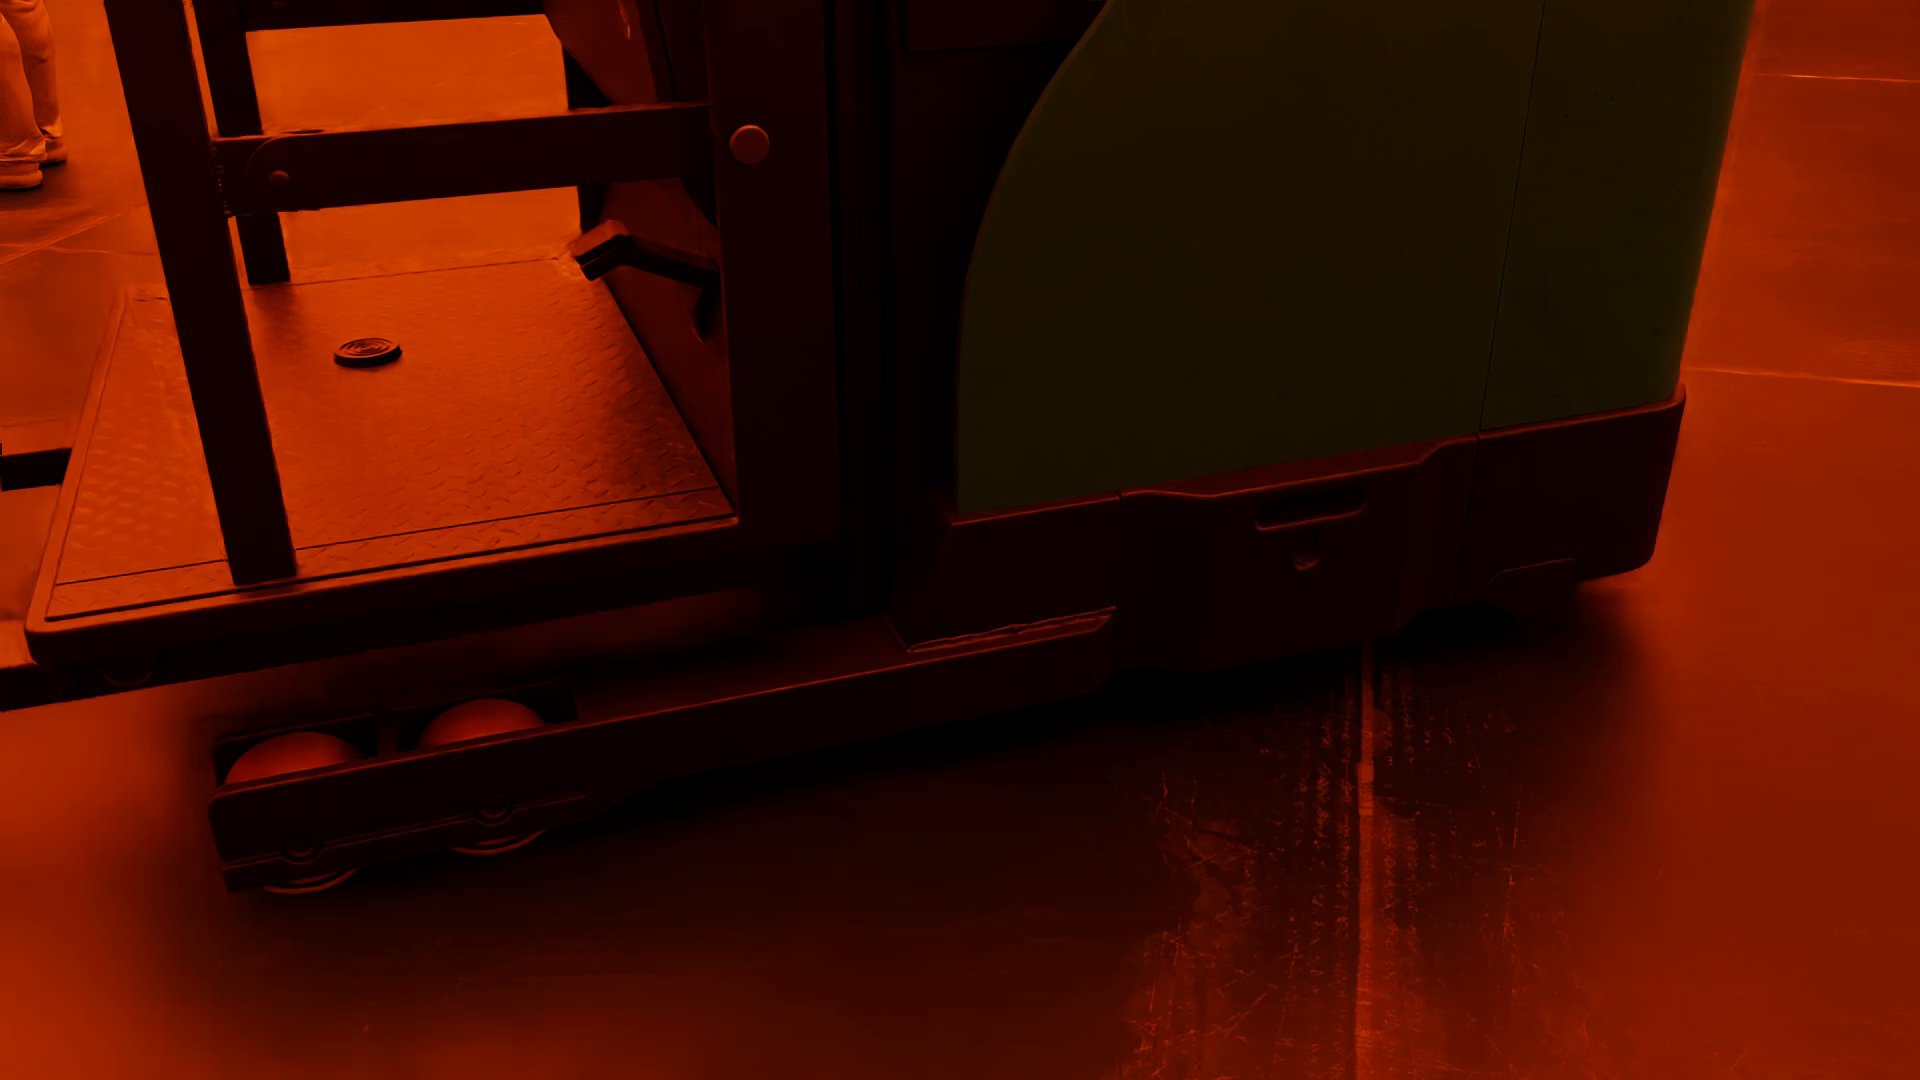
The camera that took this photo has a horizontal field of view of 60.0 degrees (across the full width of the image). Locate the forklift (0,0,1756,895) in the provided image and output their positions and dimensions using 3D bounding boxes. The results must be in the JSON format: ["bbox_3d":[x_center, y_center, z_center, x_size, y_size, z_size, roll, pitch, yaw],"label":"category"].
[{"bbox_3d":[-0.604,-1.204,1.632,3.031,2.935,1.130,-9,28,-18],"label":"forklift"}]

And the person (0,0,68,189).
[{"bbox_3d":[-2.503,-1.726,3.945,0.576,1.767,0.665,6,27,12],"label":"person"}]
